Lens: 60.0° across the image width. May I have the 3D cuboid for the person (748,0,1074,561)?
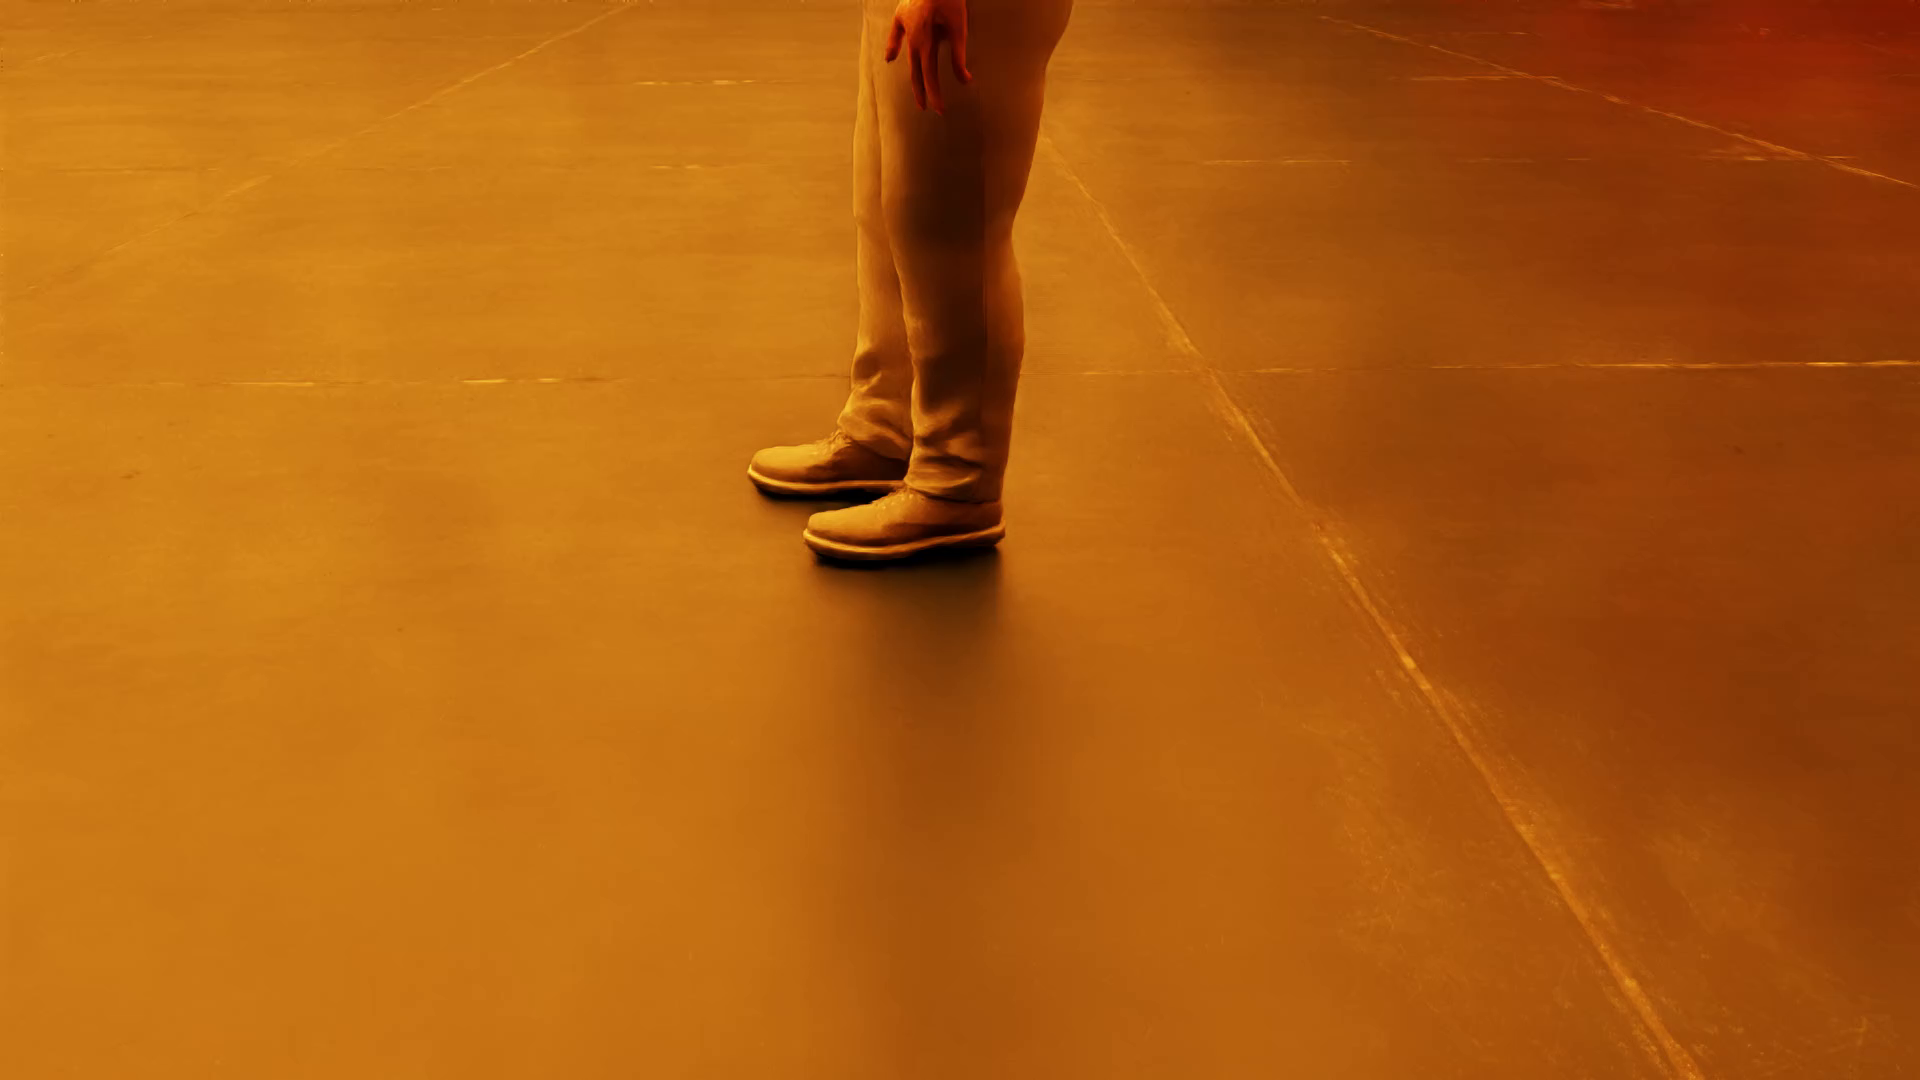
[{"bbox_3d":[-0.078,-0.840,2.416,0.574,1.781,0.640,-1,21,-3],"label":"person"}]
